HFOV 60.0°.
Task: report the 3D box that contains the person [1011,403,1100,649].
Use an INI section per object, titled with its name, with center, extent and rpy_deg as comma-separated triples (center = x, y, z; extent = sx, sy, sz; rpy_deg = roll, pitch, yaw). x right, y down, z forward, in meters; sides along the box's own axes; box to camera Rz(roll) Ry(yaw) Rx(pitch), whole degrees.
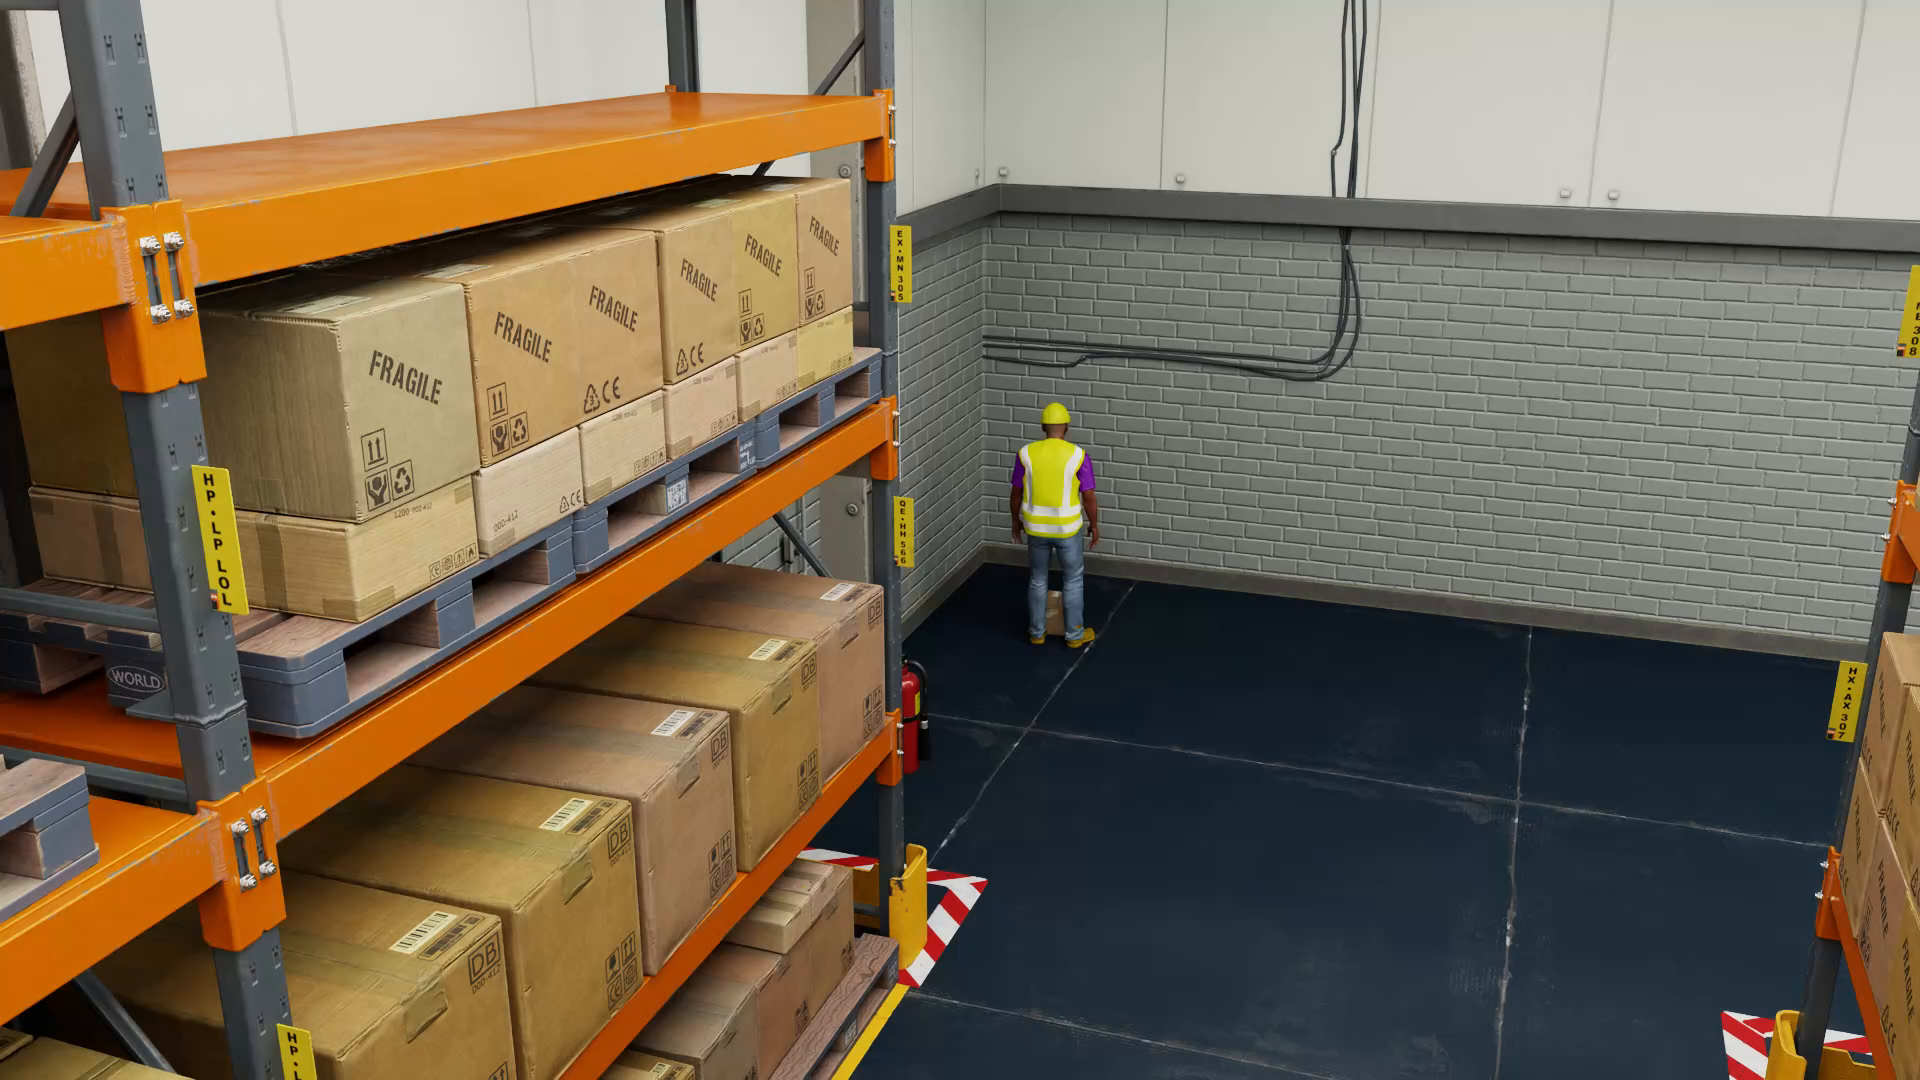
[person]
center = 0.679, -0.104, 11.849
extent = 0.637, 1.757, 0.460
rpy_deg = 6, 19, 17
